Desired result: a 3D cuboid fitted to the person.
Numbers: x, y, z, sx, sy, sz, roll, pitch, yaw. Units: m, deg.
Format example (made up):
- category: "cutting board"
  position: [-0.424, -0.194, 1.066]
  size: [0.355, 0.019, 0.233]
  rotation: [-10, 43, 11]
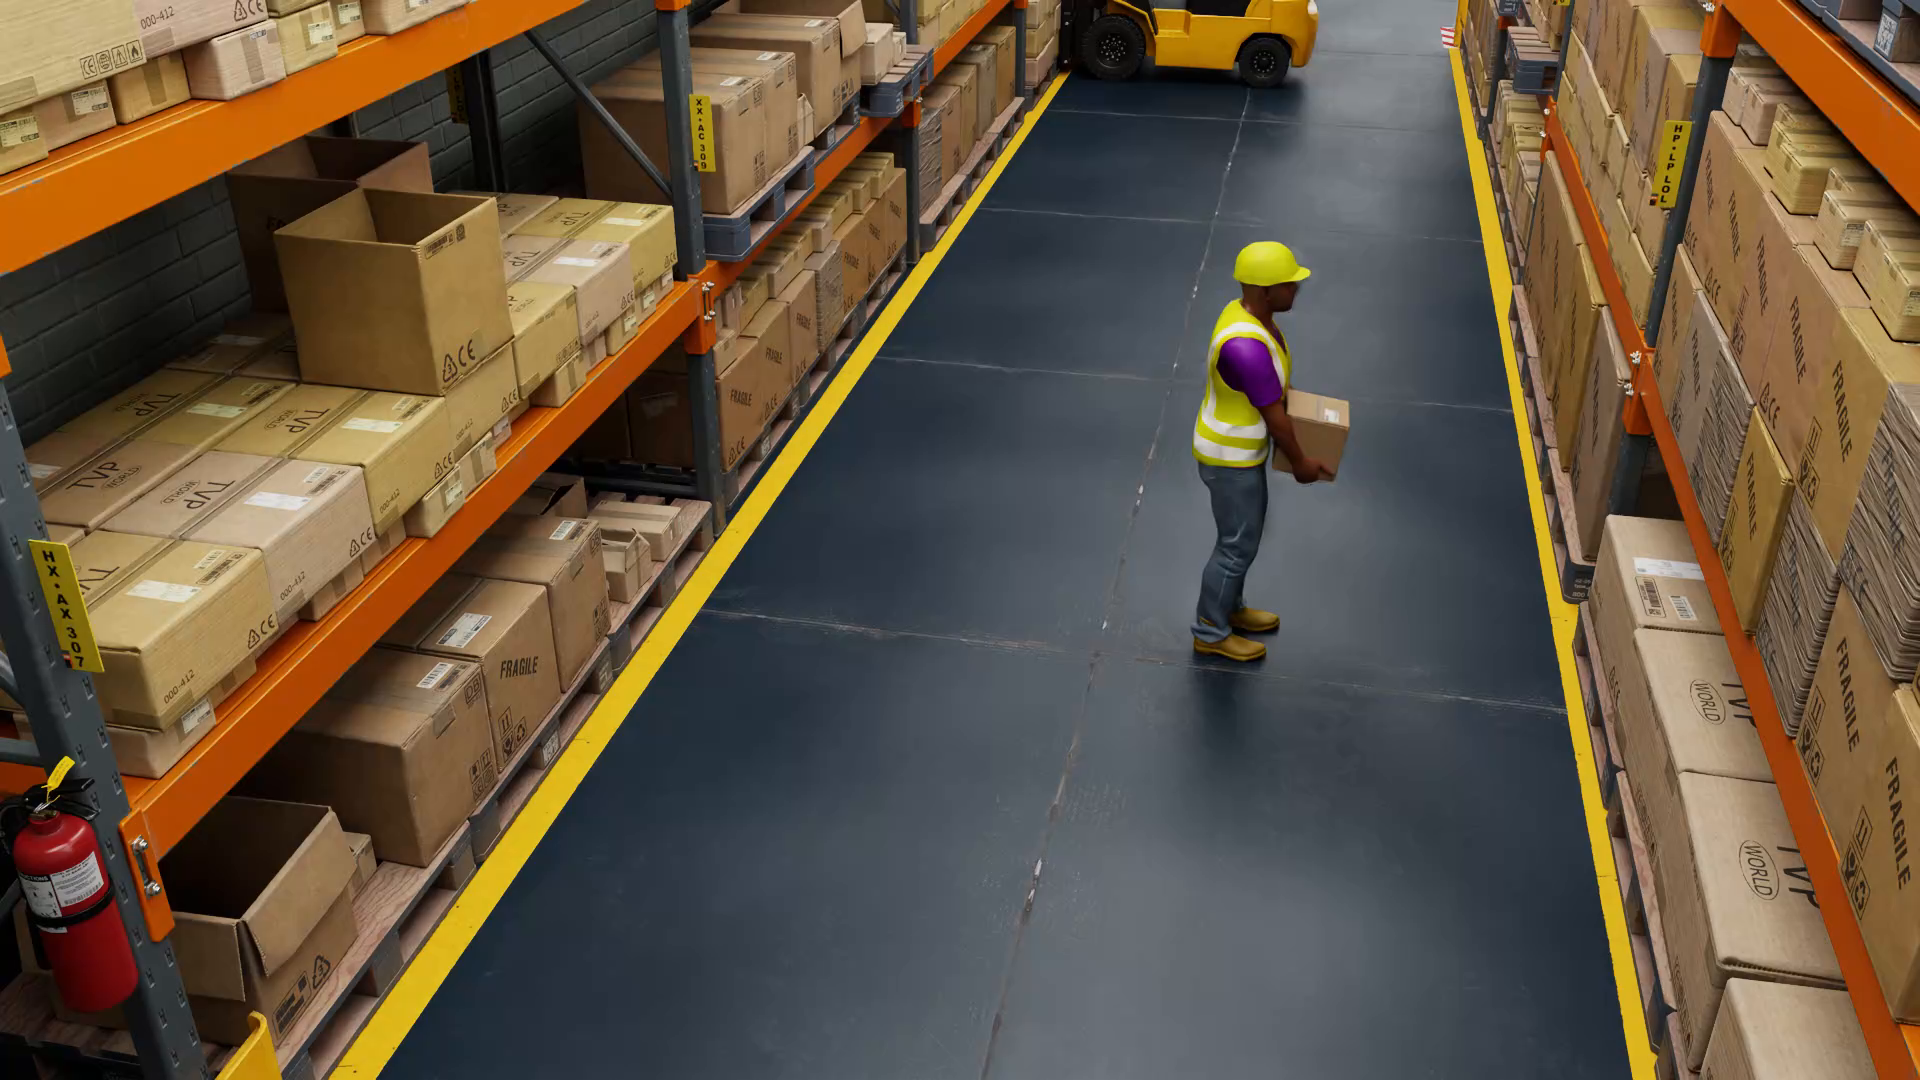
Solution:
- category: "person"
  position: [1.228, -0.357, 6.760]
  size: [0.570, 1.759, 0.505]
  rotation: [5, 29, 10]
